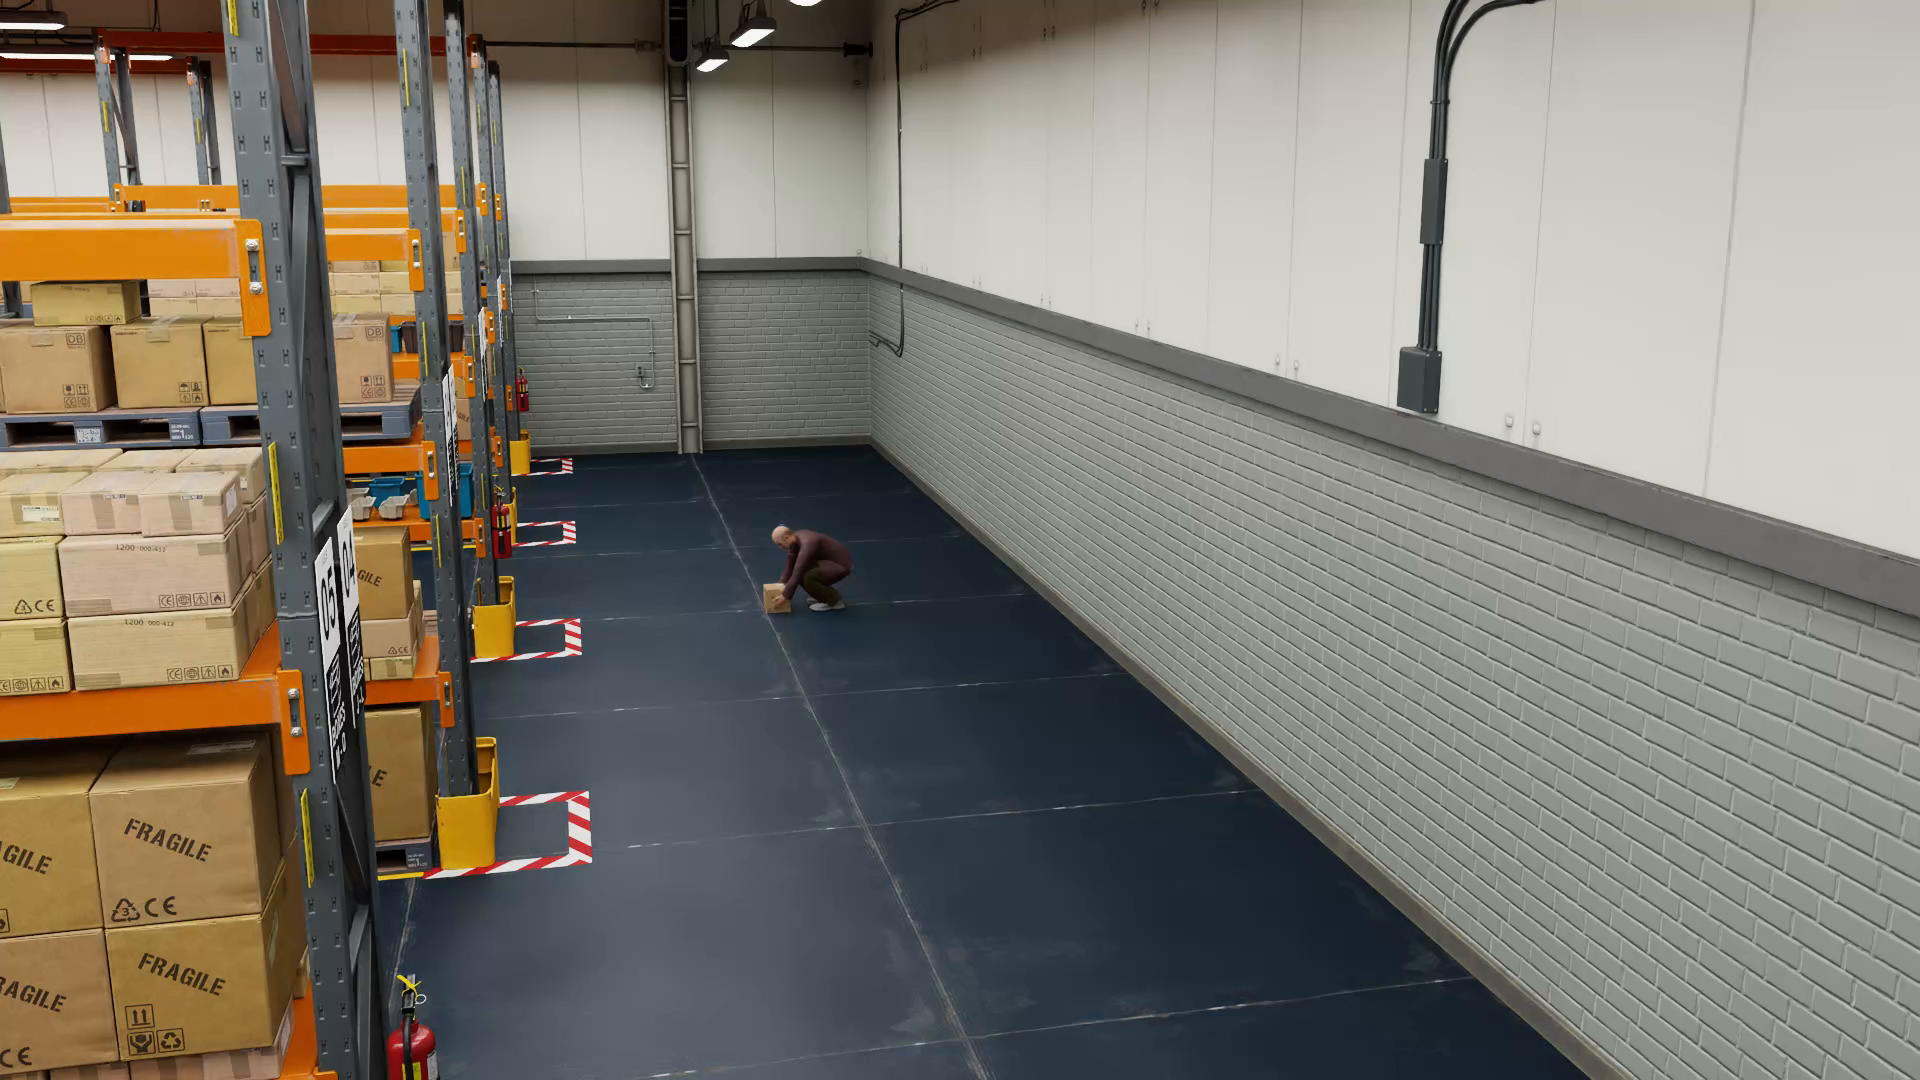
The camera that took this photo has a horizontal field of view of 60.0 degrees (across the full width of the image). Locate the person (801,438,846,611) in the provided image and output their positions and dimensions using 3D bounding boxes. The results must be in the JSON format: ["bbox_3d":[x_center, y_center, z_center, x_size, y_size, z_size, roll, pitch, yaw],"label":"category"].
[{"bbox_3d":[-1.428,-0.169,17.245,0.489,1.782,0.569,-3,13,-14],"label":"person"}]
